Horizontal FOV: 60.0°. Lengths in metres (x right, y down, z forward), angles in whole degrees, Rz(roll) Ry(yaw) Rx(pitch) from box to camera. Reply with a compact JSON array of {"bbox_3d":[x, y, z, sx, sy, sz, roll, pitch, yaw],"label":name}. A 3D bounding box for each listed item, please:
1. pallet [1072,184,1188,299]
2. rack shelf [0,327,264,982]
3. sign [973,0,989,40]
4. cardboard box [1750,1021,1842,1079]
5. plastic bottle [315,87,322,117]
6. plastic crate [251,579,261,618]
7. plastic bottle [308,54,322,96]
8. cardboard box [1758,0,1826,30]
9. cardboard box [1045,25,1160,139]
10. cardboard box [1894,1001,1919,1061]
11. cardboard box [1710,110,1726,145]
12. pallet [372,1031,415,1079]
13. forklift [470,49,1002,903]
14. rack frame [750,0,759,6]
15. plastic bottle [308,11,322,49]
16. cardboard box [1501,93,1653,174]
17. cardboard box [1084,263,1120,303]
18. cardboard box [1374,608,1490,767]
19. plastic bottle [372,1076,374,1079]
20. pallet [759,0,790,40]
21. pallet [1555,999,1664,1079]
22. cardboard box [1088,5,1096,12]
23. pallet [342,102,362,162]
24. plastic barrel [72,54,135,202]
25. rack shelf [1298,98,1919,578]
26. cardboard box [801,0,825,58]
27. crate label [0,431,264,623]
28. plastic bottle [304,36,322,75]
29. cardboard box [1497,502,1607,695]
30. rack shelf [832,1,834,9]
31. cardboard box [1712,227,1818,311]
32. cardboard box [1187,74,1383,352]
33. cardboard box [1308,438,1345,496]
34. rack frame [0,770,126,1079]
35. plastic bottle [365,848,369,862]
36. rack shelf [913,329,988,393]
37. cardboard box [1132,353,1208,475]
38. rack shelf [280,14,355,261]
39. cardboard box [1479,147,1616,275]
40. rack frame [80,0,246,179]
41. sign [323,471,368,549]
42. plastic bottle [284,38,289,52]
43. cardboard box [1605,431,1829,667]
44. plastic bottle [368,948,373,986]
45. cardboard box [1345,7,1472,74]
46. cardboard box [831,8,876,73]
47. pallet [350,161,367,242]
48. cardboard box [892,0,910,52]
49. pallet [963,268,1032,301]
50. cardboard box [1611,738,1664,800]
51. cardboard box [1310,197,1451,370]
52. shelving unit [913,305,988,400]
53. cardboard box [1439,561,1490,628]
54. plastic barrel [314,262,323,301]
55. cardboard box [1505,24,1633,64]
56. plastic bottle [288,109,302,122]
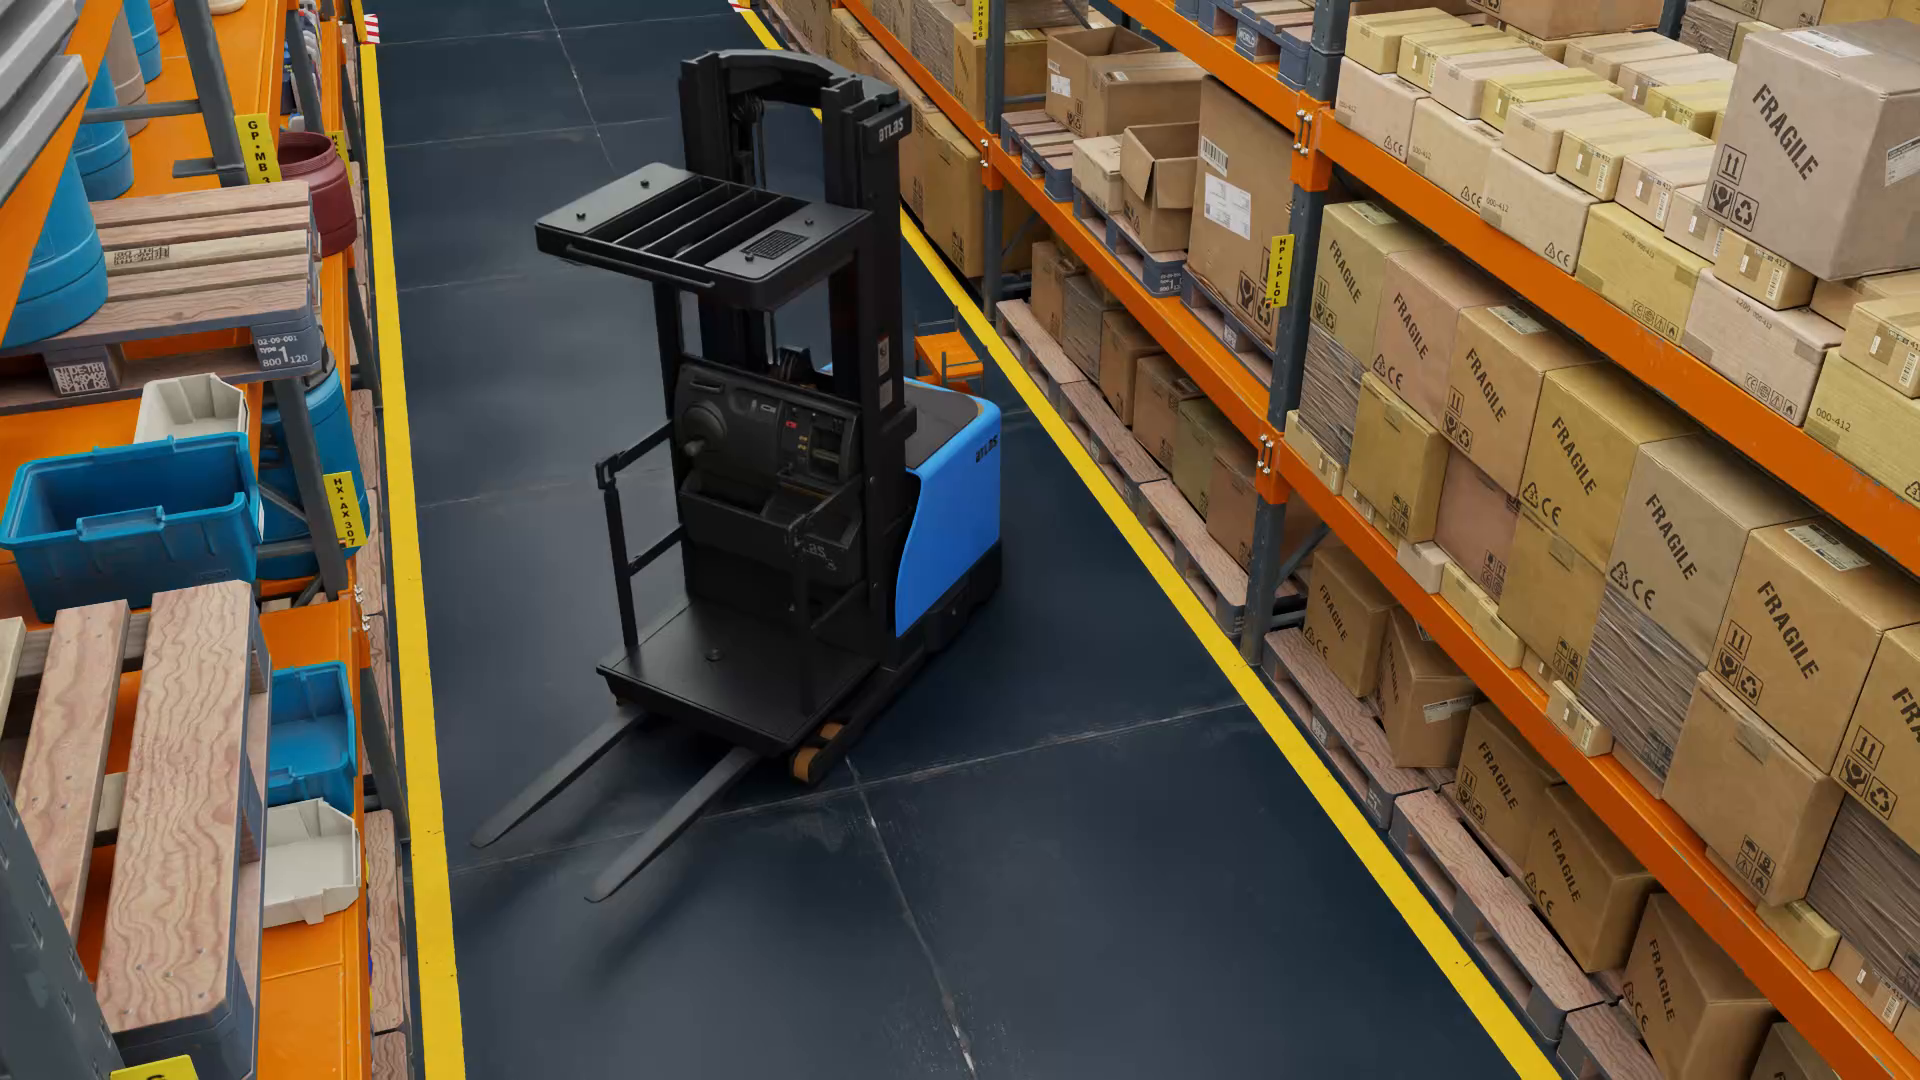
[{"bbox_3d":[1.297,-1.730,9.140,1.003,0.211,1.213,-10,35,-15],"label":"pallet"},{"bbox_3d":[-2.233,0.190,3.993,1.077,0.370,4.000,-10,35,-15],"label":"rack shelf"},{"bbox_3d":[0.126,-3.230,10.187,0.100,0.325,0.005,-10,35,-15],"label":"sign"},{"bbox_3d":[2.920,1.895,5.367,0.500,0.500,0.500,-4,34,-6],"label":"cardboard box"},{"bbox_3d":[-4.196,-2.857,10.777,0.061,0.283,0.133,-10,35,-15],"label":"plastic bottle"},{"bbox_3d":[-2.804,0.413,5.780,0.767,0.338,0.504,-10,35,-15],"label":"plastic crate"},{"bbox_3d":[-4.364,-3.145,11.214,0.061,0.283,0.133,-10,35,-15],"label":"plastic bottle"},{"bbox_3d":[5.691,-3.579,10.768,0.700,0.500,0.500,-10,35,-15],"label":"cardboard box"},{"bbox_3d":[0.857,-2.782,10.088,0.500,0.500,0.500,-14,36,-21],"label":"cardboard box"},{"bbox_3d":[2.811,1.348,4.537,0.380,0.149,0.250,-10,35,-15],"label":"cardboard box"},{"bbox_3d":[2.655,-1.284,5.346,0.380,0.149,0.250,-8,34,-12],"label":"cardboard box"},{"bbox_3d":[-2.302,2.256,5.465,1.003,0.211,1.213,-10,35,-15],"label":"pallet"},{"bbox_3d":[-0.958,-0.429,7.060,1.130,2.935,3.031,18,37,25],"label":"forklift"},{"bbox_3d":[-1.786,-7.042,17.006,1.000,3.000,0.127,-10,35,-15],"label":"rack frame"},{"bbox_3d":[-4.744,-3.713,12.081,0.152,0.276,0.135,-10,35,-15],"label":"plastic bottle"},{"bbox_3d":[2.002,-1.324,5.407,0.380,0.149,0.250,-11,35,-16],"label":"cardboard box"},{"bbox_3d":[1.058,-1.672,10.067,0.500,0.250,0.500,-6,34,-9],"label":"cardboard box"},{"bbox_3d":[2.140,0.642,7.264,0.500,0.500,0.500,0,33,1],"label":"cardboard box"},{"bbox_3d":[-2.076,1.802,5.697,0.097,0.271,0.097,0,33,0],"label":"plastic bottle"},{"bbox_3d":[-1.468,-5.472,17.160,1.003,0.211,1.213,-10,35,-15],"label":"pallet"},{"bbox_3d":[2.857,2.049,5.777,1.003,0.211,1.213,-10,35,-15],"label":"pallet"},{"bbox_3d":[0.605,-3.455,11.487,0.500,0.500,0.500,-11,35,-16],"label":"cardboard box"},{"bbox_3d":[-5.544,-3.326,13.911,1.003,0.211,1.213,-10,35,-15],"label":"pallet"},{"bbox_3d":[-3.205,-1.600,5.595,0.600,0.901,0.708,-10,35,-15],"label":"plastic barrel"},{"bbox_3d":[2.484,-0.643,5.254,1.077,0.370,4.000,-10,35,-15],"label":"rack shelf"},{"bbox_3d":[-0.966,-5.064,15.558,0.875,0.875,0.875,-10,35,-15],"label":"cardboard box"},{"bbox_3d":[-1.879,-0.037,3.818,0.502,0.251,0.408,-10,35,-15],"label":"crate label"},{"bbox_3d":[-4.549,-3.378,11.573,0.152,0.276,0.135,-10,35,-15],"label":"plastic bottle"},{"bbox_3d":[2.433,0.122,5.803,0.875,0.500,0.500,-10,35,-15],"label":"cardboard box"},{"bbox_3d":[-1.176,-5.692,15.615,1.077,0.370,4.000,-10,35,-15],"label":"rack shelf"},{"bbox_3d":[2.322,-0.775,4.575,0.380,0.149,0.250,-12,35,-17],"label":"cardboard box"},{"bbox_3d":[1.765,-1.608,7.857,1.000,1.000,1.000,-10,35,-14],"label":"cardboard box"},{"bbox_3d":[1.717,-0.340,7.092,0.380,0.149,0.250,-10,35,-15],"label":"cardboard box"},{"bbox_3d":[-1.620,-0.313,1.380,0.949,2.616,0.053,-10,35,-15],"label":"rack frame"},{"bbox_3d":[-2.435,1.213,6.652,0.097,0.201,0.097,0,33,0],"label":"plastic bottle"},{"bbox_3d":[-0.050,-0.915,8.654,0.258,0.148,0.480,-10,35,-15],"label":"rack shelf"},{"bbox_3d":[1.409,-0.756,9.361,0.700,0.500,0.500,-13,36,-19],"label":"cardboard box"},{"bbox_3d":[-4.673,-2.759,11.177,1.077,0.370,4.000,-10,35,-15],"label":"rack shelf"},{"bbox_3d":[2.075,-1.112,5.447,0.500,0.250,0.500,-11,35,-17],"label":"cardboard box"},{"bbox_3d":[-2.843,-2.412,4.557,1.000,3.000,0.127,-10,35,-15],"label":"rack frame"},{"bbox_3d":[-2.316,-0.111,6.266,0.100,0.325,0.005,-10,35,-15],"label":"sign"},{"bbox_3d":[-4.662,-3.345,11.528,0.097,0.271,0.097,0,33,0],"label":"plastic bottle"},{"bbox_3d":[2.383,0.003,5.076,0.500,0.500,0.500,-10,35,-15],"label":"cardboard box"},{"bbox_3d":[-2.224,1.509,6.129,0.061,0.283,0.133,-8,34,-12],"label":"plastic bottle"},{"bbox_3d":[1.680,-1.875,6.239,0.380,0.149,0.250,-11,35,-16],"label":"cardboard box"},{"bbox_3d":[-0.352,-3.898,13.795,1.225,0.875,0.875,-10,35,-15],"label":"cardboard box"},{"bbox_3d":[-5.087,-2.534,12.713,1.003,0.211,1.213,-10,35,-15],"label":"pallet"},{"bbox_3d":[-0.195,-3.903,12.165,0.500,0.500,0.500,-9,35,-14],"label":"cardboard box"},{"bbox_3d":[0.485,-2.105,12.064,1.003,0.211,1.213,-10,35,-15],"label":"pallet"},{"bbox_3d":[2.414,0.694,5.526,0.380,0.149,0.250,-10,35,-15],"label":"cardboard box"},{"bbox_3d":[1.769,-1.046,6.664,0.500,0.500,0.500,-10,35,-15],"label":"cardboard box"},{"bbox_3d":[-0.050,-0.587,8.870,0.258,1.200,0.503,-10,35,-15],"label":"shelving unit"},{"bbox_3d":[2.058,0.178,6.307,0.380,0.149,0.250,-10,35,-15],"label":"cardboard box"},{"bbox_3d":[-3.417,-1.331,8.261,0.421,0.512,0.421,0,33,0],"label":"plastic barrel"},{"bbox_3d":[2.243,-1.820,6.156,0.380,0.149,0.250,-10,35,-14],"label":"cardboard box"},{"bbox_3d":[-4.096,-2.535,10.302,0.097,0.271,0.097,0,33,0],"label":"plastic bottle"}]
